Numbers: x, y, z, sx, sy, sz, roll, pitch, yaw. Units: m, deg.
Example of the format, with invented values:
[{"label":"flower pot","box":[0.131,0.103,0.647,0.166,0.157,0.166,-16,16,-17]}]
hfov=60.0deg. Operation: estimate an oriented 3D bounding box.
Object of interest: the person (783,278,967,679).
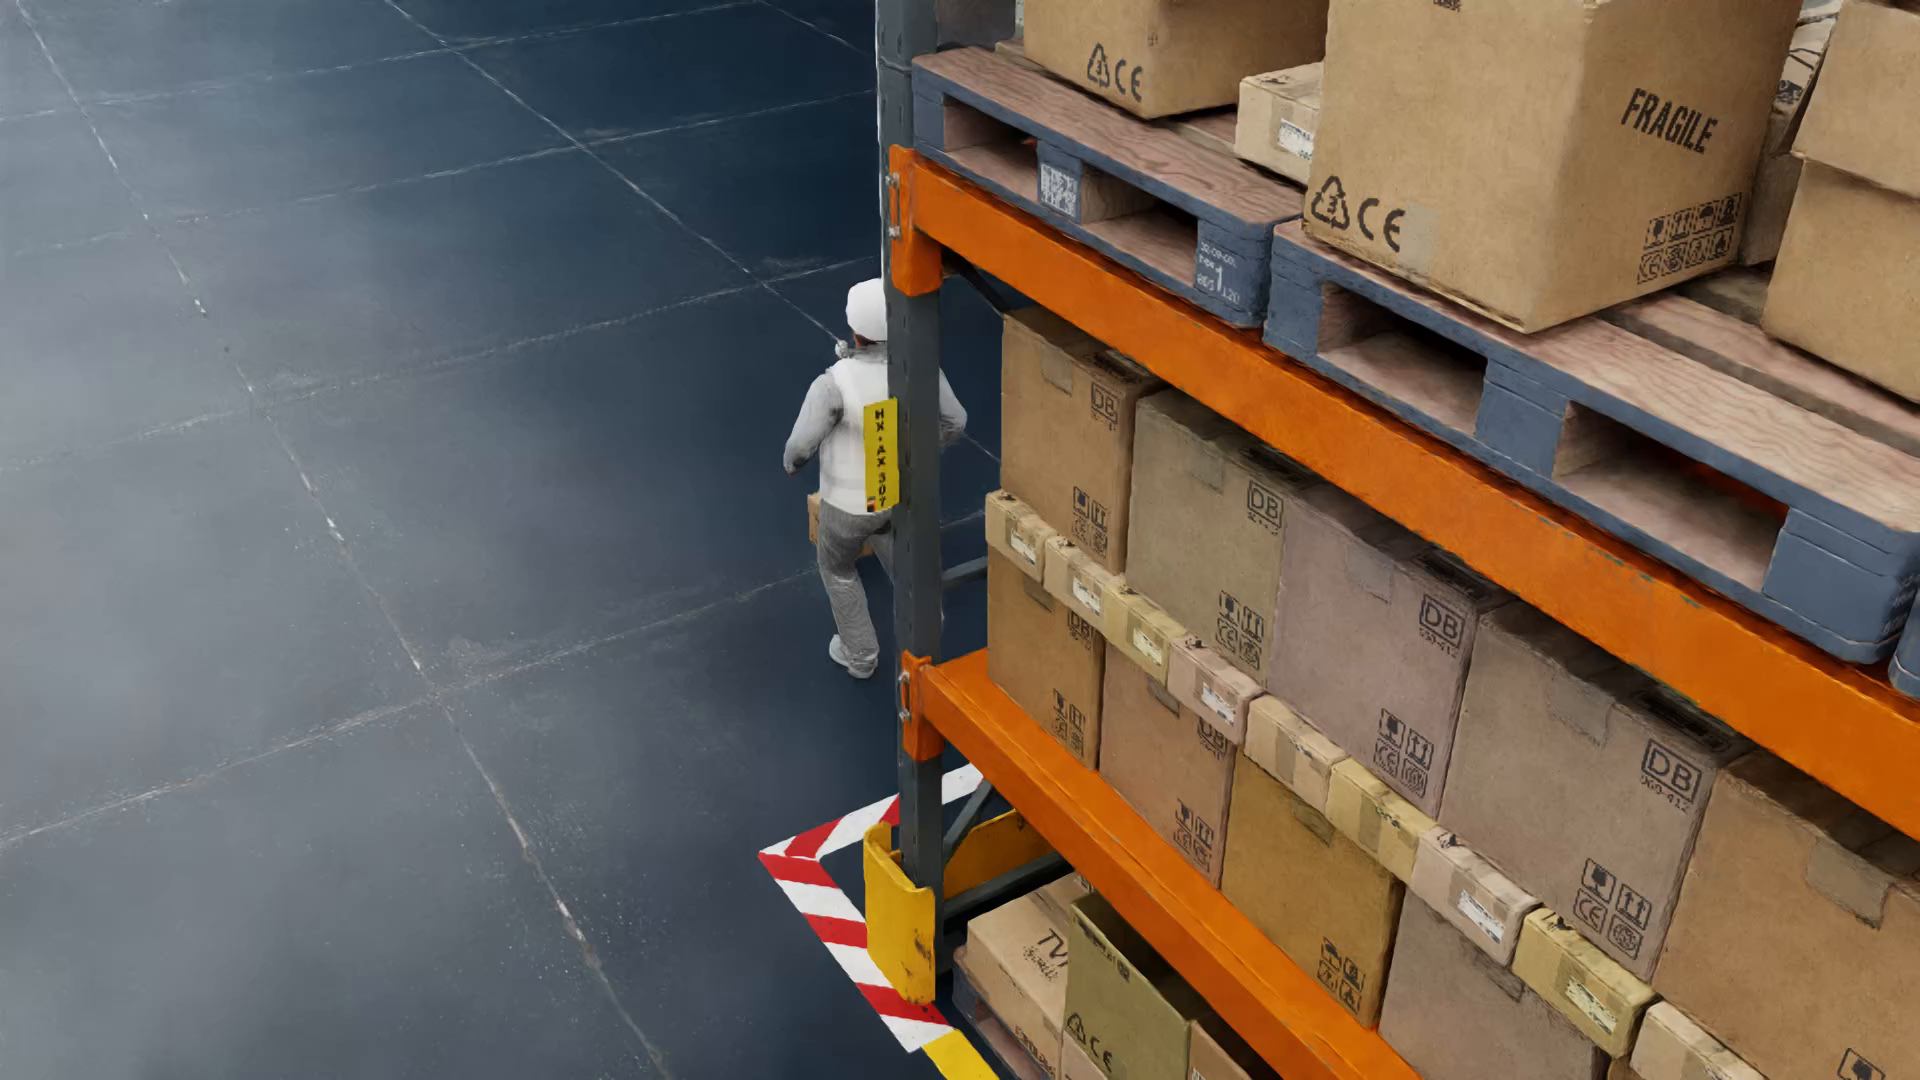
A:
[{"label":"person","box":[-0.379,-0.237,6.518,0.716,1.748,0.503,-19,37,-27]}]
